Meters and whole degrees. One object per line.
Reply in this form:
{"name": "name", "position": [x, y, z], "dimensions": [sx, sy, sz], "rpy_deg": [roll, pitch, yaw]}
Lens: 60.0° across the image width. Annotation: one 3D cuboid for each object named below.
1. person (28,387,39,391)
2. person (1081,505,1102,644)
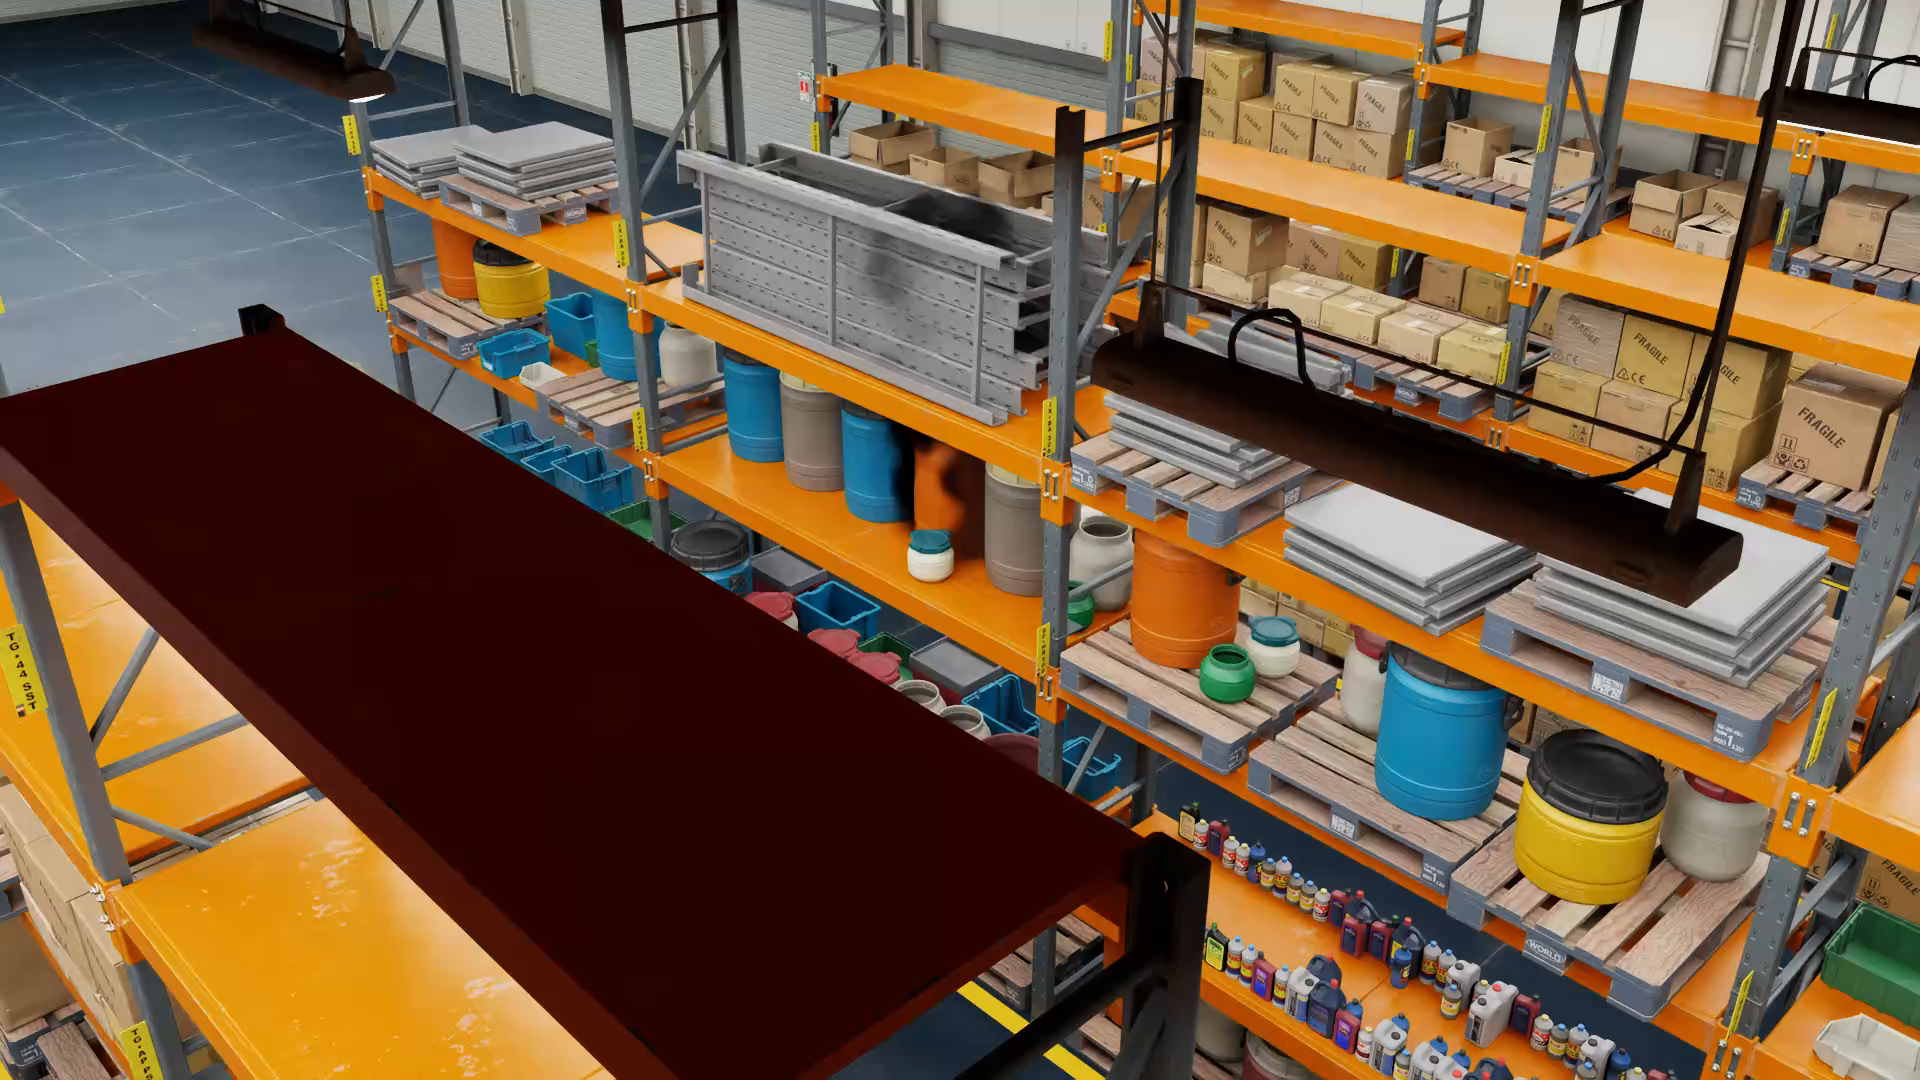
{"name": "person", "position": [-8.860, -0.668, 16.251], "dimensions": [0.710, 1.782, 0.677], "rpy_deg": [-7, 29, -13]}
{"name": "person", "position": [0.982, 0.477, 13.516], "dimensions": [0.547, 1.743, 0.720], "rpy_deg": [20, 34, 32]}
